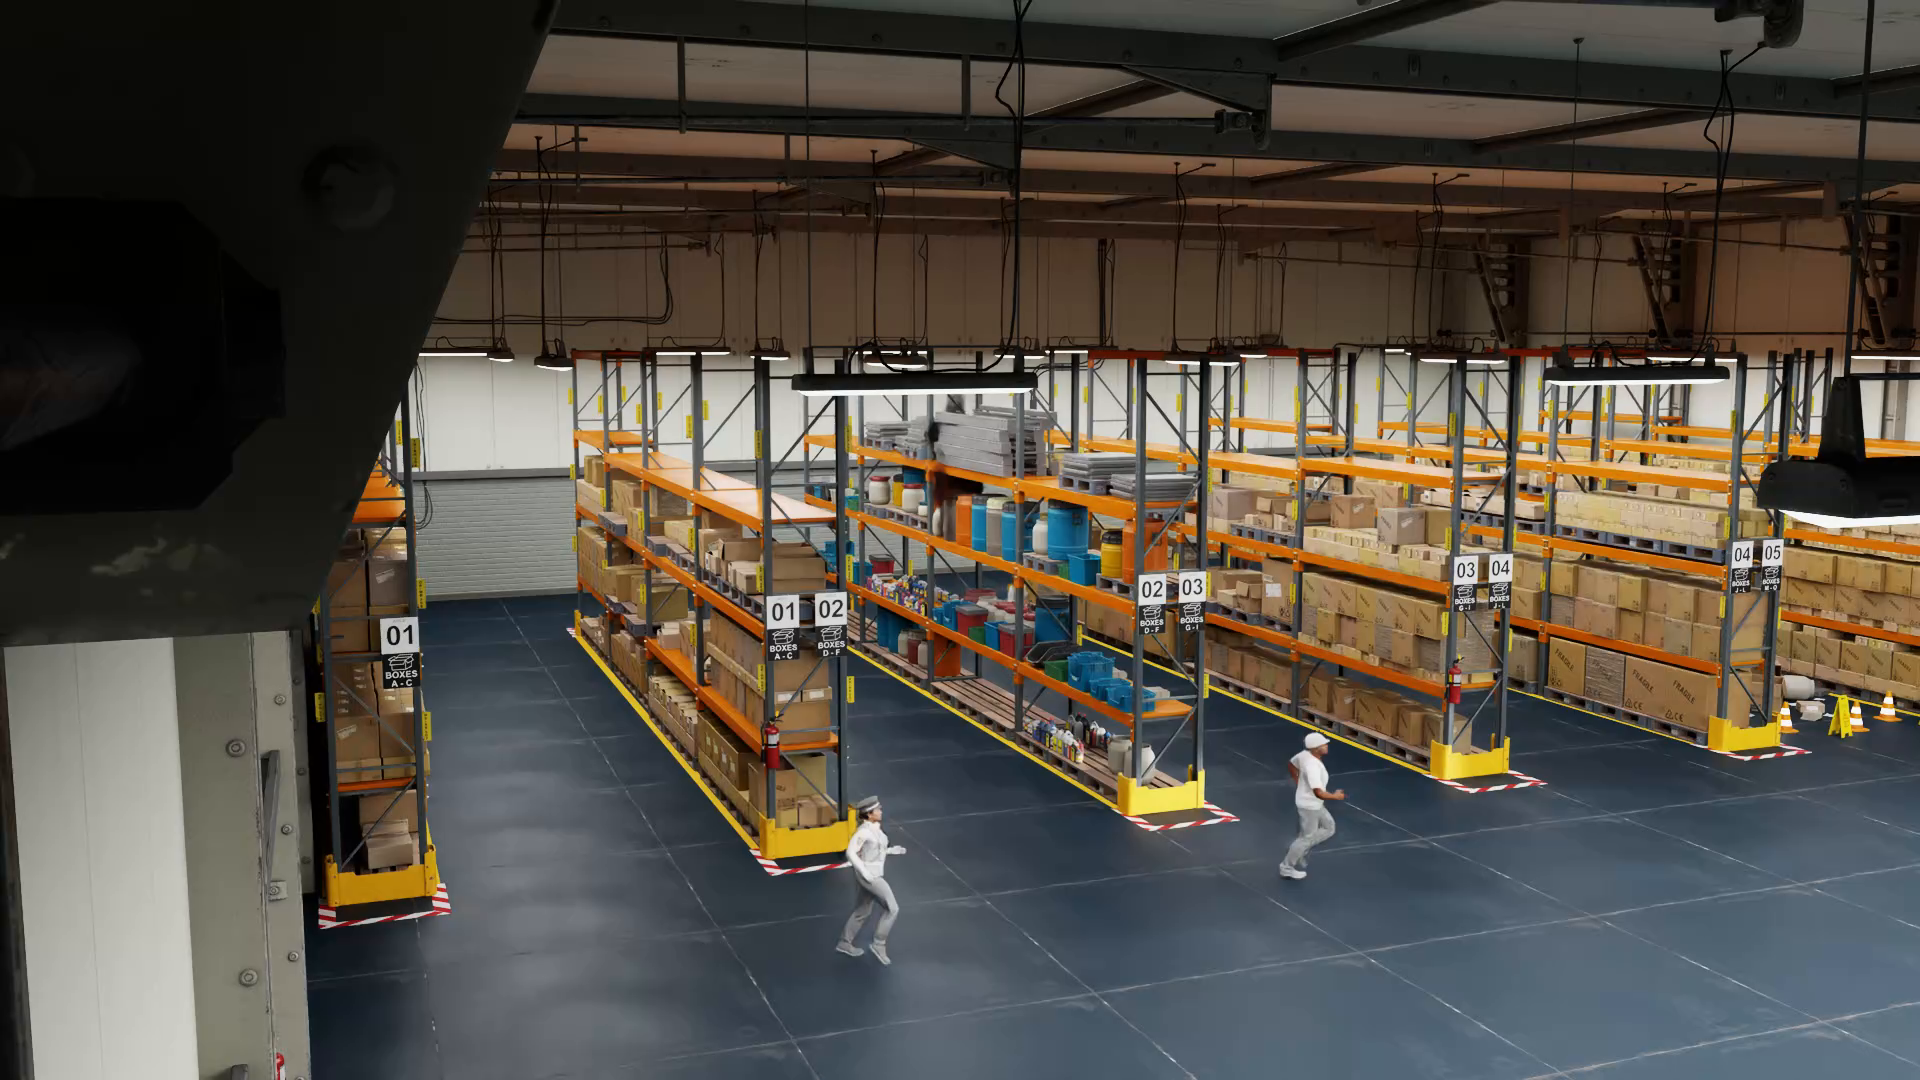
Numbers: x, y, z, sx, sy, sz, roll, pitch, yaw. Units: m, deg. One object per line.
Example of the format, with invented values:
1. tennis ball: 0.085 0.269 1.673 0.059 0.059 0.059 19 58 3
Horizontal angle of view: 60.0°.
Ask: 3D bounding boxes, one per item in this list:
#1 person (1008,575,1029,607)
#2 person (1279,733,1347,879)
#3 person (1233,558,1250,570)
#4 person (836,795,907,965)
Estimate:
1. person: 1.134 1.412 31.819 0.509 1.608 0.665 -4 8 -28
2. person: 4.108 3.070 19.352 0.751 1.716 0.723 1 7 7
3. person: 7.062 0.389 41.406 0.531 1.618 0.636 4 8 29
4. person: -0.897 3.427 16.776 0.723 1.738 0.589 0 7 -3
